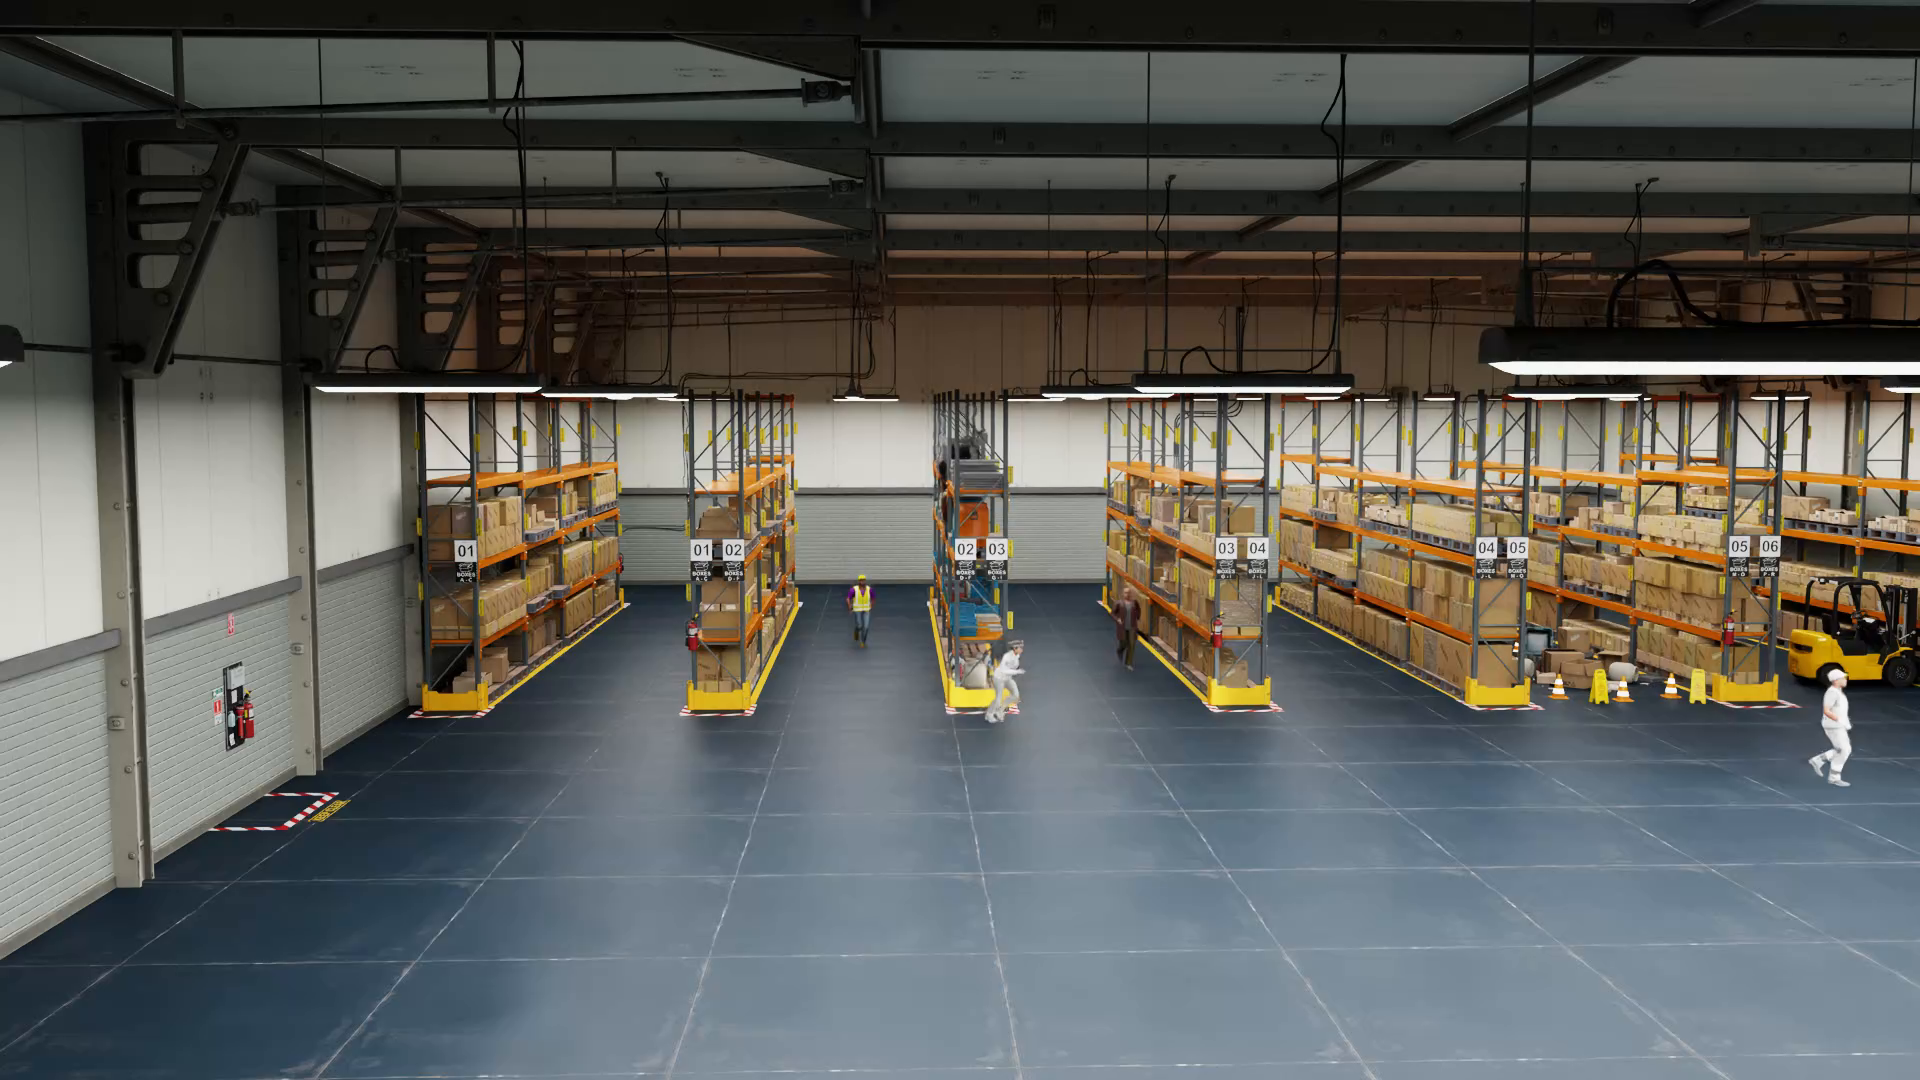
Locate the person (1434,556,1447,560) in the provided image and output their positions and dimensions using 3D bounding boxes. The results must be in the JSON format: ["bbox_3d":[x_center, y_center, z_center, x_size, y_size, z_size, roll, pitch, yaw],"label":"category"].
[{"bbox_3d":[14.320,0.931,49.363,0.697,1.572,0.622,1,5,16],"label":"person"}]

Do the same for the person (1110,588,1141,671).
[{"bbox_3d":[3.608,1.914,36.027,0.711,1.764,0.923,-1,5,-7],"label":"person"}]

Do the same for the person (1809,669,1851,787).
[{"bbox_3d":[13.087,2.811,24.991,0.596,1.751,0.666,3,6,36],"label":"person"}]

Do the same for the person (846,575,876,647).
[{"bbox_3d":[-2.314,1.671,39.248,0.705,1.718,0.586,-1,5,-13],"label":"person"}]

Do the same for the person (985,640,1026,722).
[{"bbox_3d":[0.848,2.524,29.853,0.878,1.514,0.643,3,6,33],"label":"person"}]
